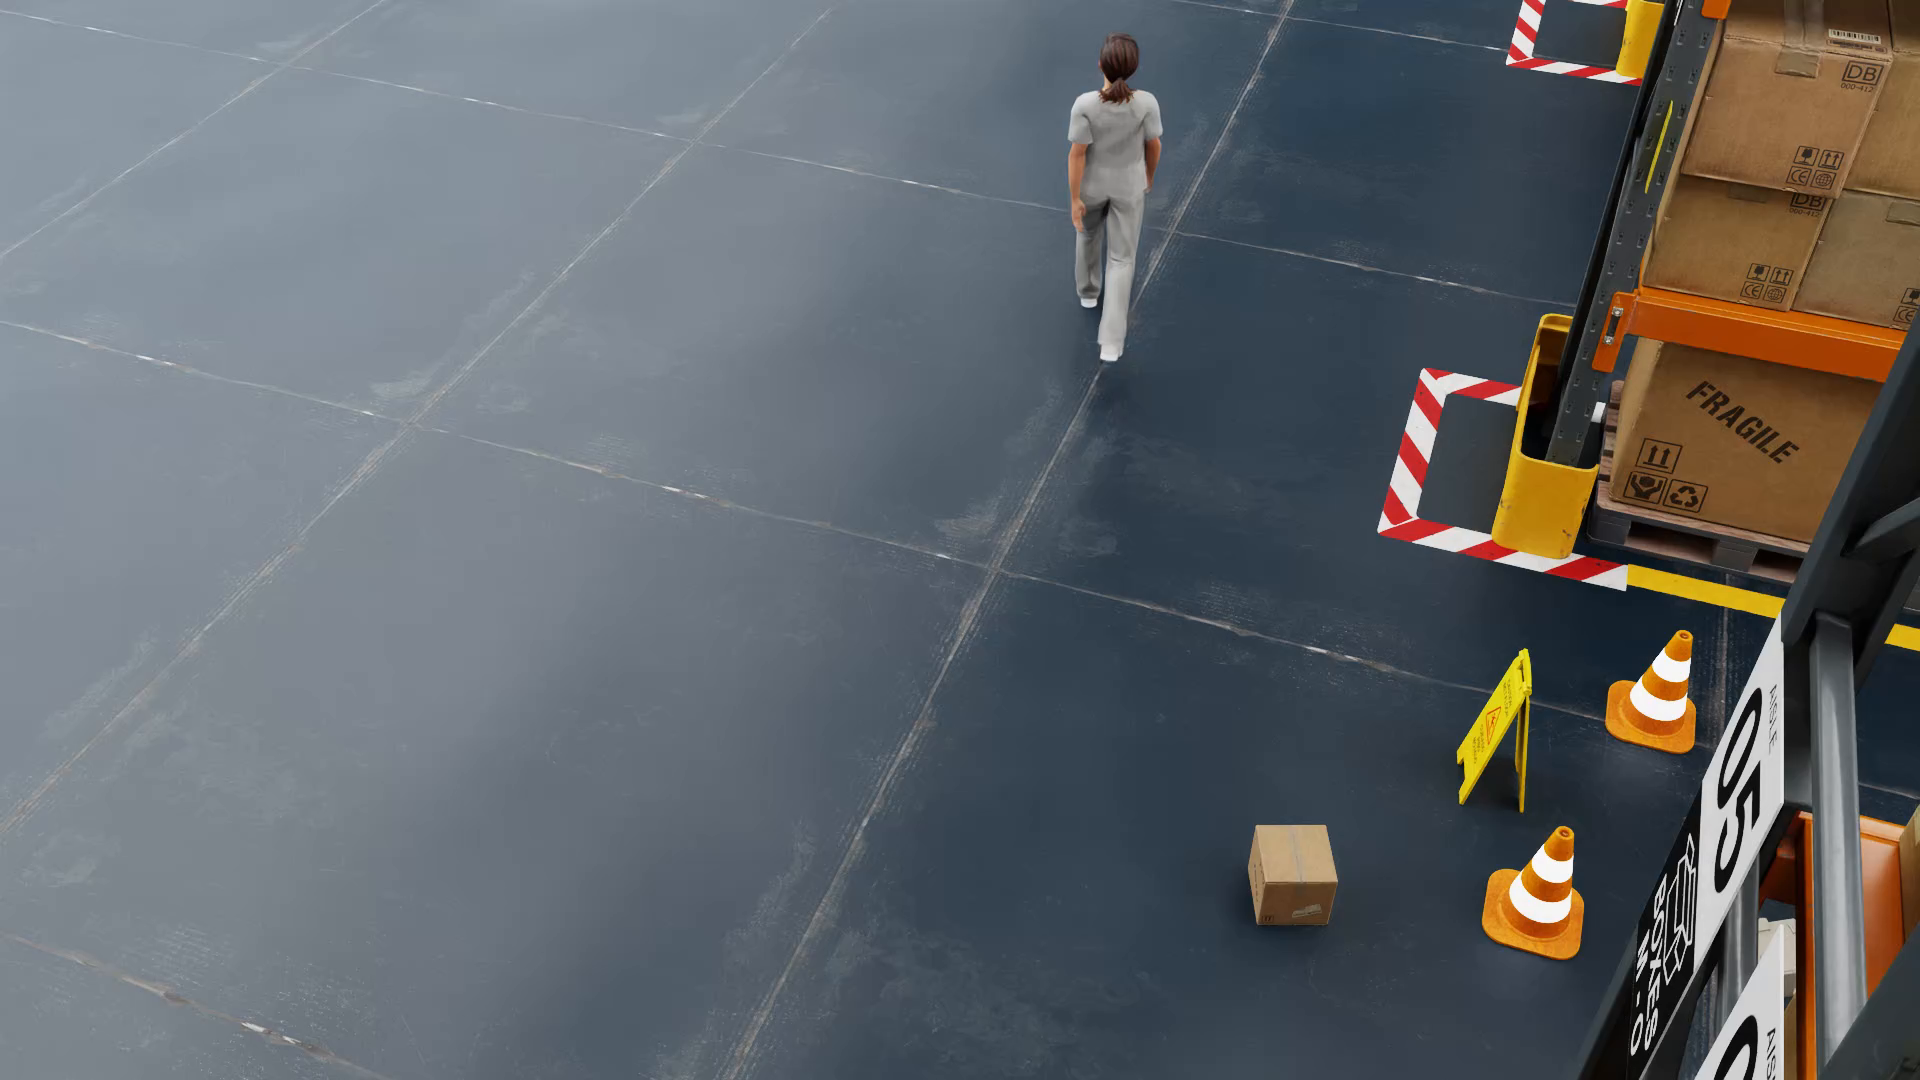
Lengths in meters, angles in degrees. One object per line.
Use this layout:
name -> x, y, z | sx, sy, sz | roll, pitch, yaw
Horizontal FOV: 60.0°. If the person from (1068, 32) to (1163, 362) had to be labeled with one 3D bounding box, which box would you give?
person -> 0.736, -1.697, 8.067 | 0.446, 1.626, 0.983 | 4, 42, 4
